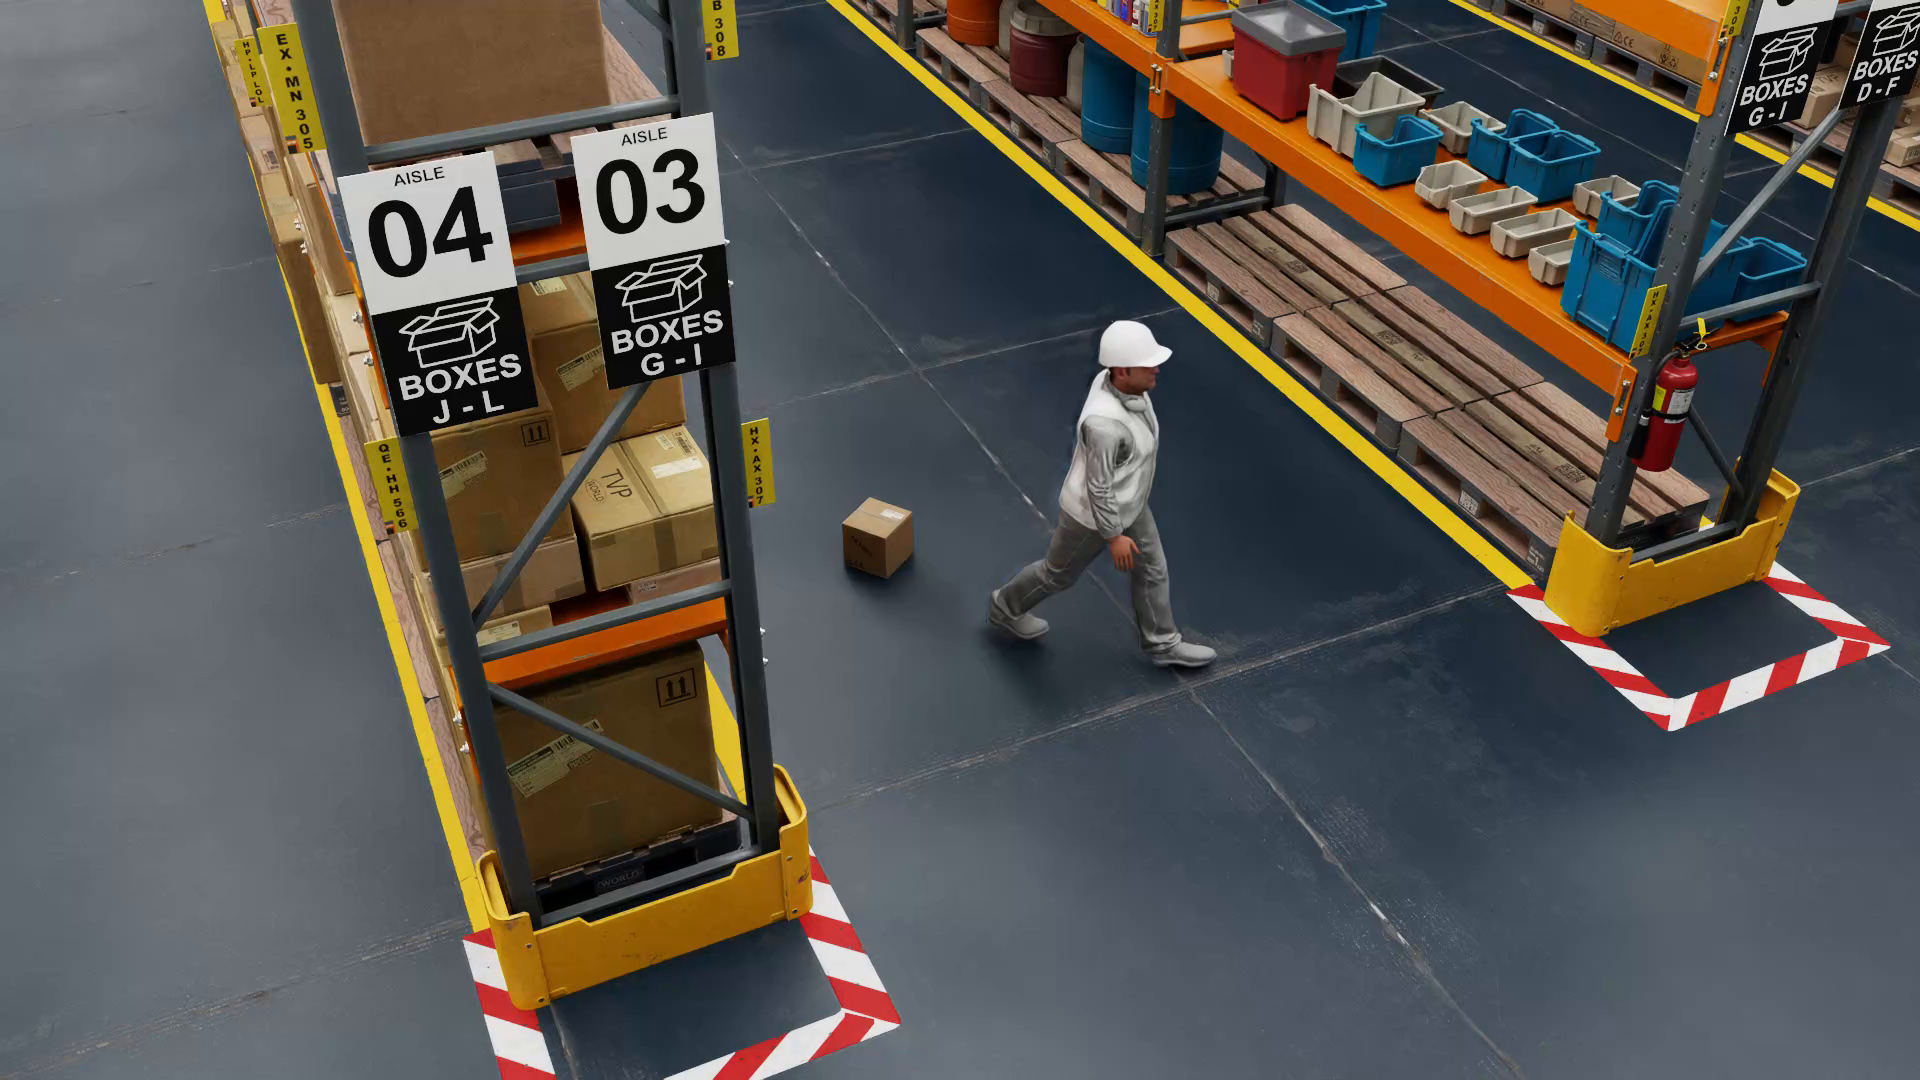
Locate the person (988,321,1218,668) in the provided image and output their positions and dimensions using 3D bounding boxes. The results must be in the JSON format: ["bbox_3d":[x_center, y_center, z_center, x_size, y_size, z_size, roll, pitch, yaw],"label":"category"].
[{"bbox_3d":[0.621,-0.162,7.069,1.056,1.724,0.561,15,40,19],"label":"person"}]
